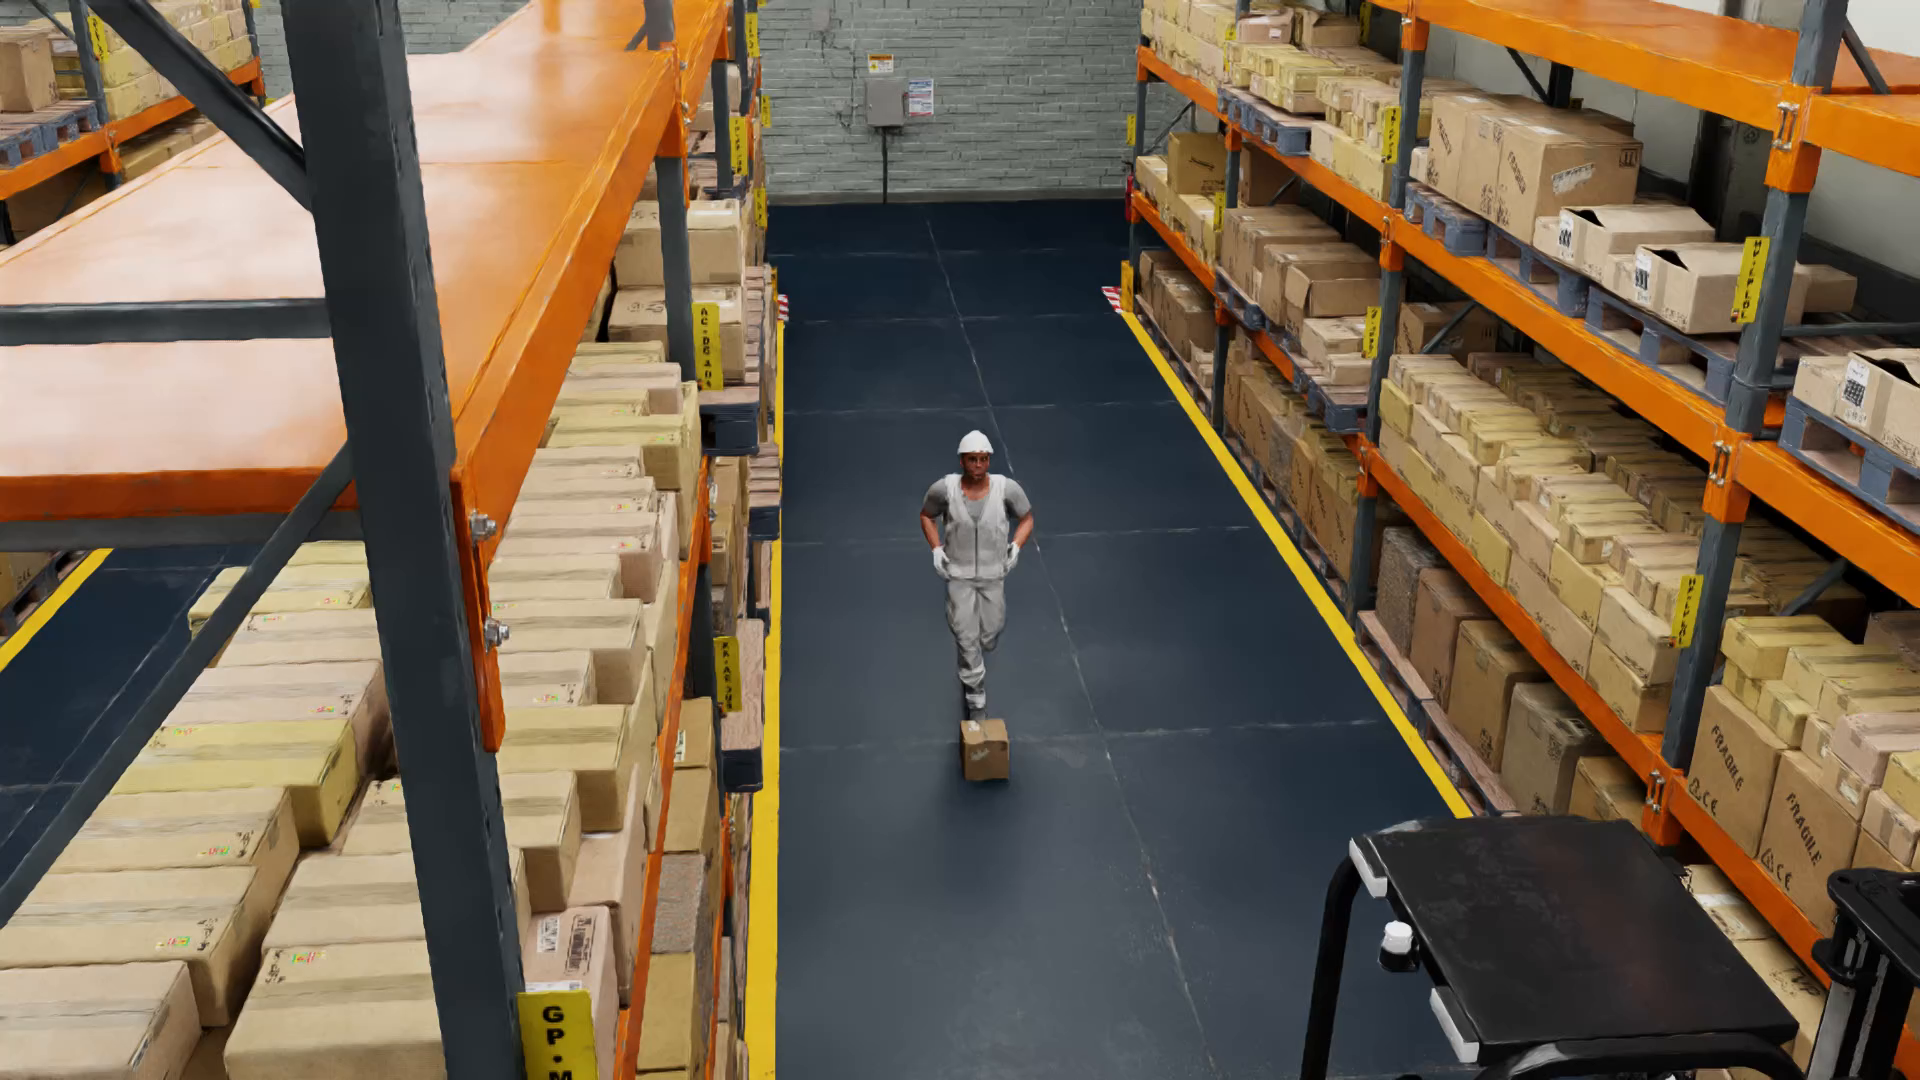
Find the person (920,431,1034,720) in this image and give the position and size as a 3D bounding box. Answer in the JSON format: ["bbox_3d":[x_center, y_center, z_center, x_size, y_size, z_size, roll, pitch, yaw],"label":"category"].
[{"bbox_3d":[0.108,0.195,9.857,0.669,1.771,0.772,-1,24,-3],"label":"person"}]
